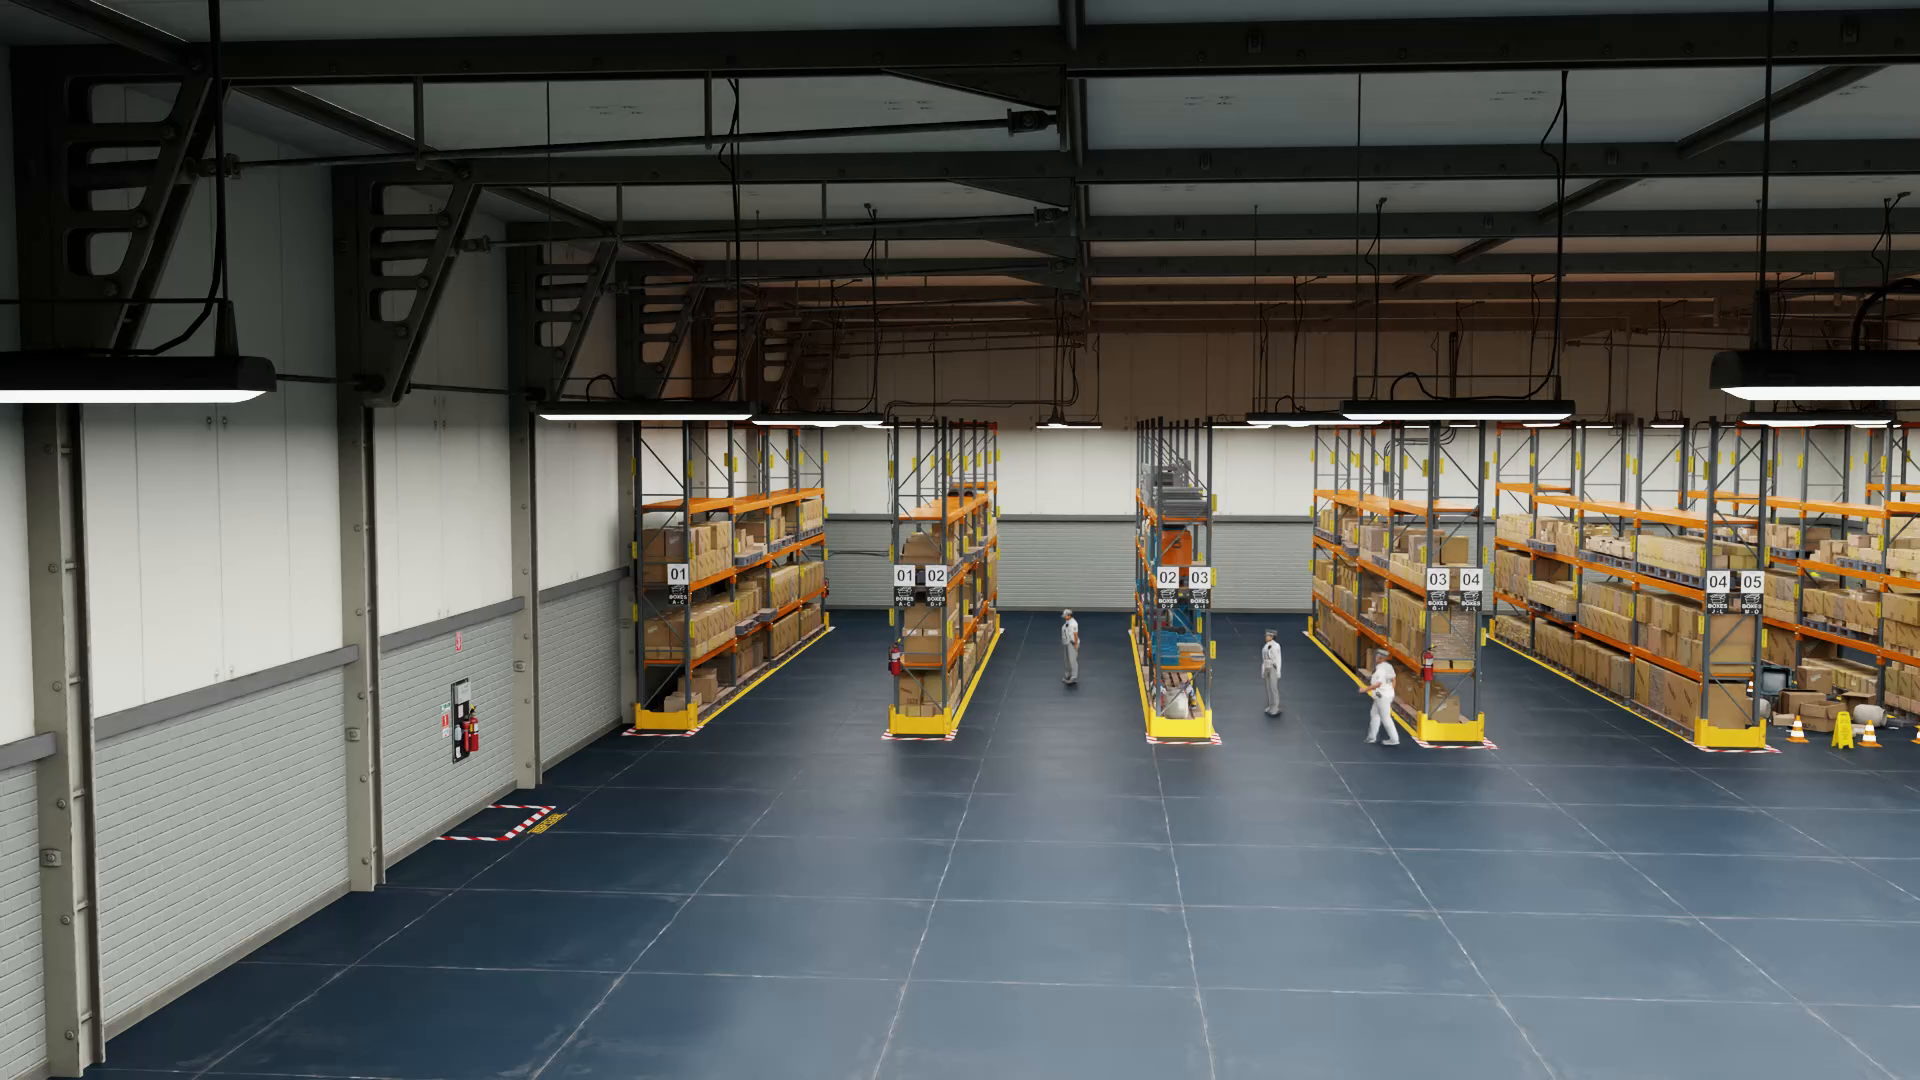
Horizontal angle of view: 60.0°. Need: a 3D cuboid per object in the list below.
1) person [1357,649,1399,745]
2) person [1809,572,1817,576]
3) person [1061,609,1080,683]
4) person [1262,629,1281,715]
[{"bbox_3d":[7.673,2.906,30.439,0.743,1.846,0.616,2,4,26],"label":"person"},{"bbox_3d":[24.048,1.773,46.882,0.566,1.754,0.588,0,4,1],"label":"person"},{"bbox_3d":[2.521,2.417,38.028,0.435,1.651,0.565,-1,4,-15],"label":"person"},{"bbox_3d":[6.344,2.677,33.926,0.379,1.706,0.589,-1,4,-19],"label":"person"}]
